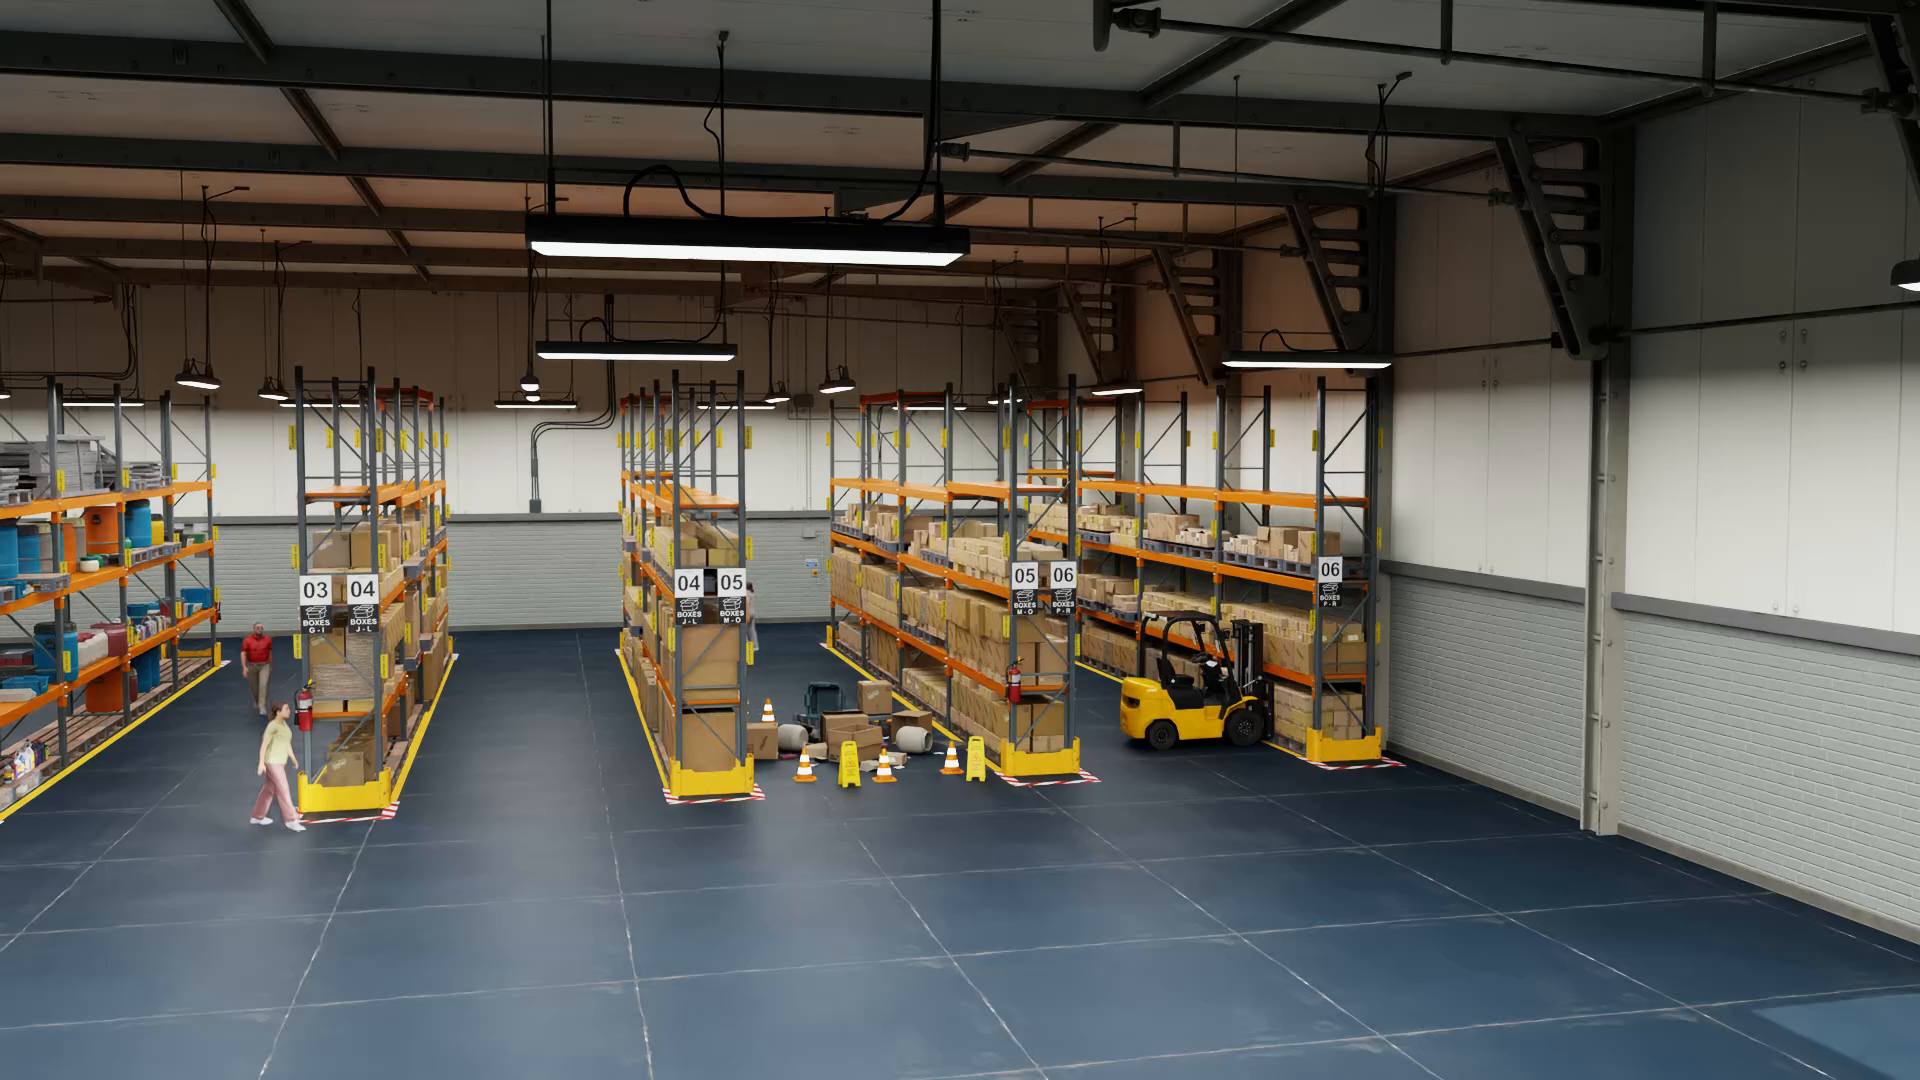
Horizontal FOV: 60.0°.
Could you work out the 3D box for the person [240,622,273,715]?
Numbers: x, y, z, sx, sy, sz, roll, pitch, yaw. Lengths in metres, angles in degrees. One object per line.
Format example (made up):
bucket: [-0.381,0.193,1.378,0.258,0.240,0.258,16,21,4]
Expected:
person: [-12.884,2.340,30.448,0.513,1.664,1.099,-1,4,-17]

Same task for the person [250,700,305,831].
person: [-8.804,2.897,21.500,0.860,1.652,0.475,0,3,8]

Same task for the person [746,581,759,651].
person: [-5.041,1.832,39.465,0.581,1.707,0.486,1,3,12]
